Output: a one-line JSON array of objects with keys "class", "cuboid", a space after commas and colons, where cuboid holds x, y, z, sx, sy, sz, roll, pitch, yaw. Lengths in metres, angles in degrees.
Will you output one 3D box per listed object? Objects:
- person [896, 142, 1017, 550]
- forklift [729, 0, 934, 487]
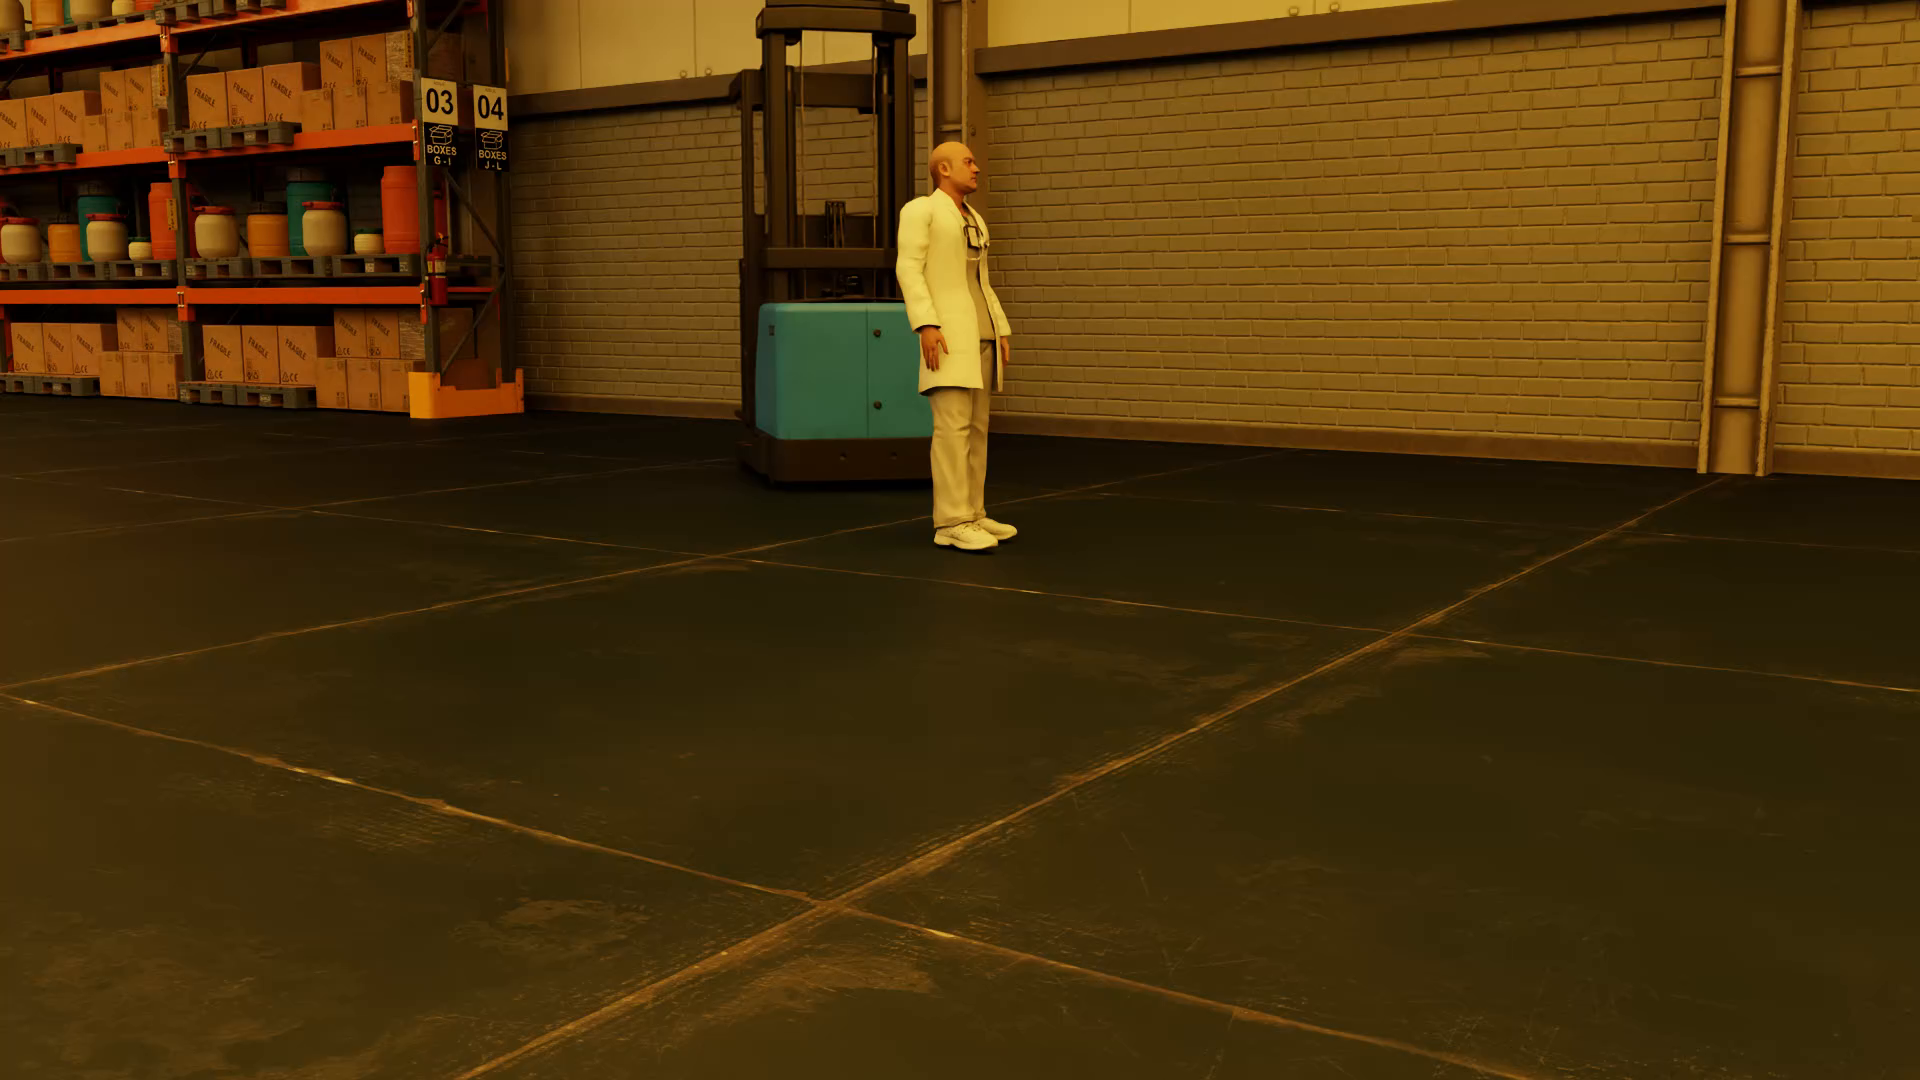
[{"class": "person", "cuboid": [0.074, -0.879, 7.424, 0.578, 1.778, 0.696, 5, 10, 34]}, {"class": "forklift", "cuboid": [-0.885, -1.928, 10.752, 1.130, 2.935, 3.031, -2, 8, -14]}]
